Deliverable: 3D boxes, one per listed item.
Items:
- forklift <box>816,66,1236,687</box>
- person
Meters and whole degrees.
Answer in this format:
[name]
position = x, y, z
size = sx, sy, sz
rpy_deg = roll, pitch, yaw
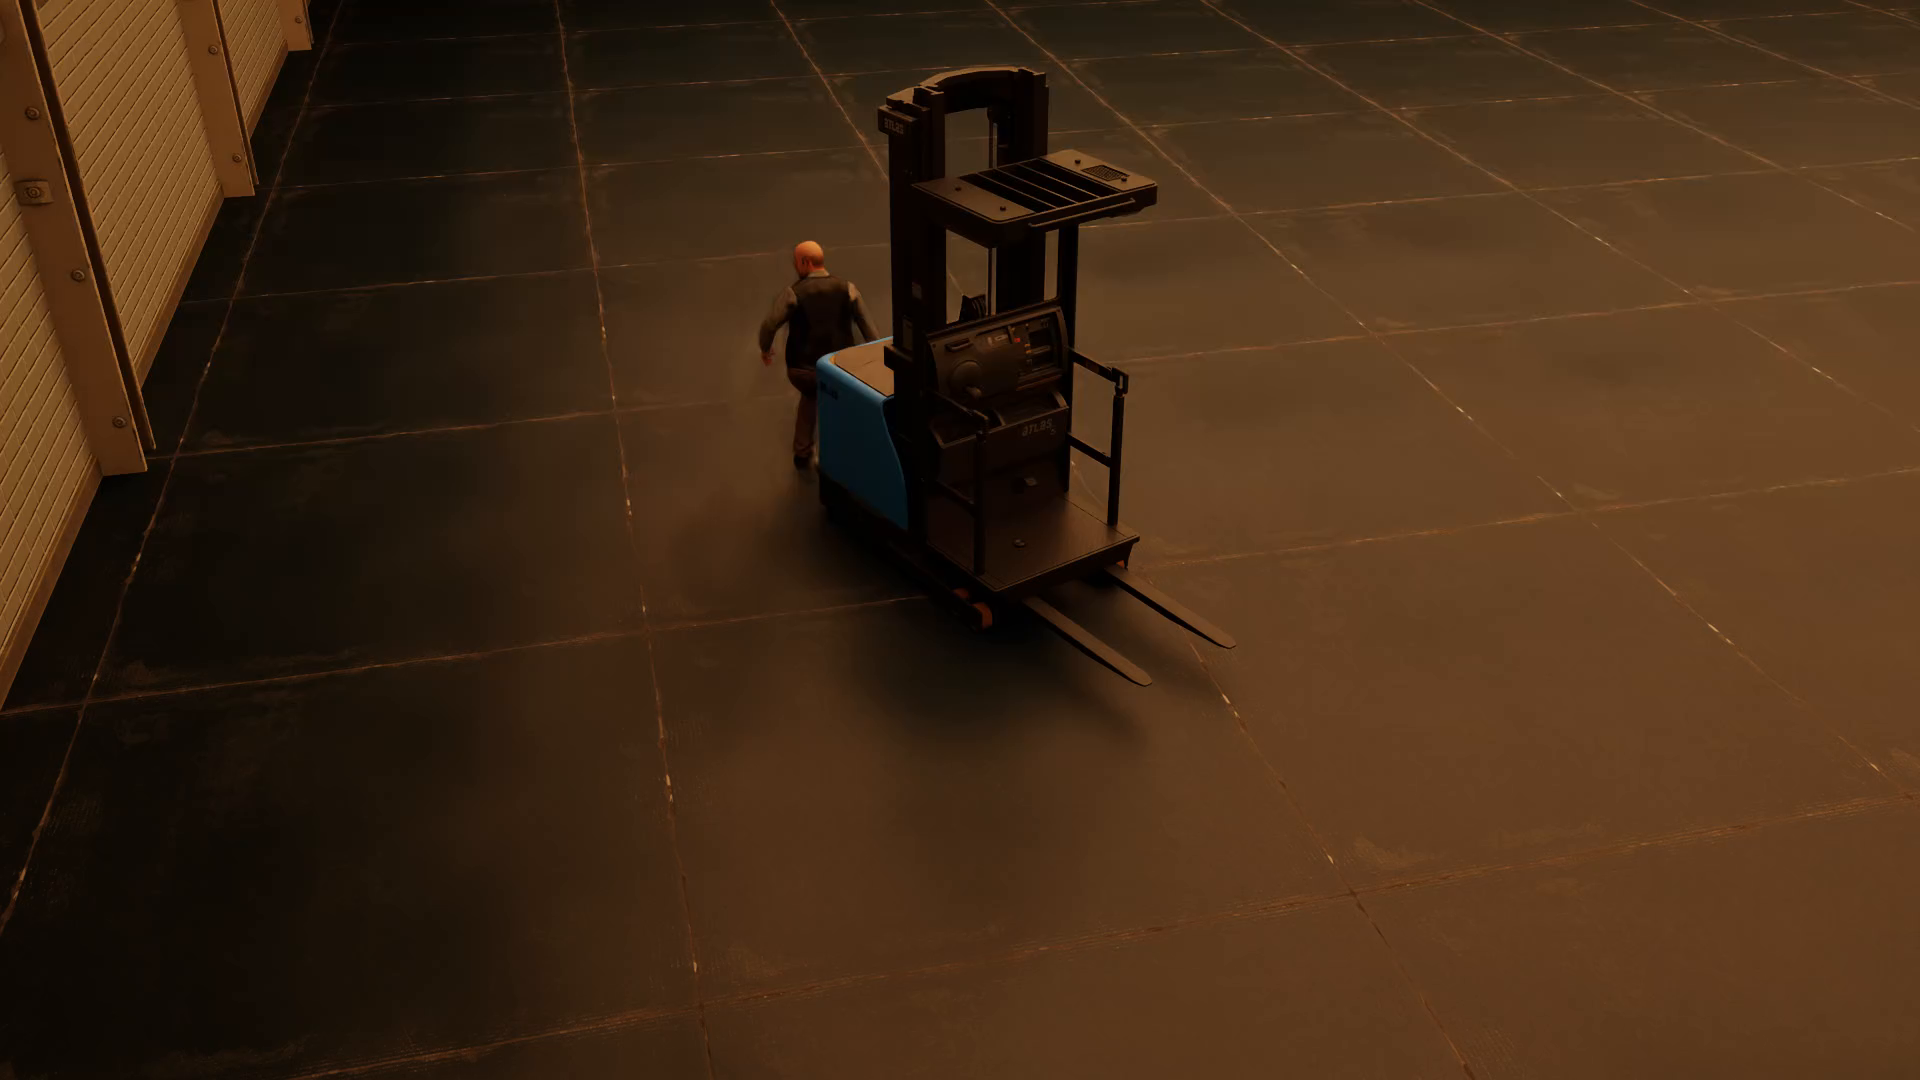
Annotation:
[forklift]
position = 0.355, -1.021, 9.338
size = 1.130, 2.935, 3.031
rpy_deg = -20, 35, -30
[person]
position = -0.892, -1.189, 11.066
size = 0.883, 1.540, 0.584
rpy_deg = 1, 30, 2
